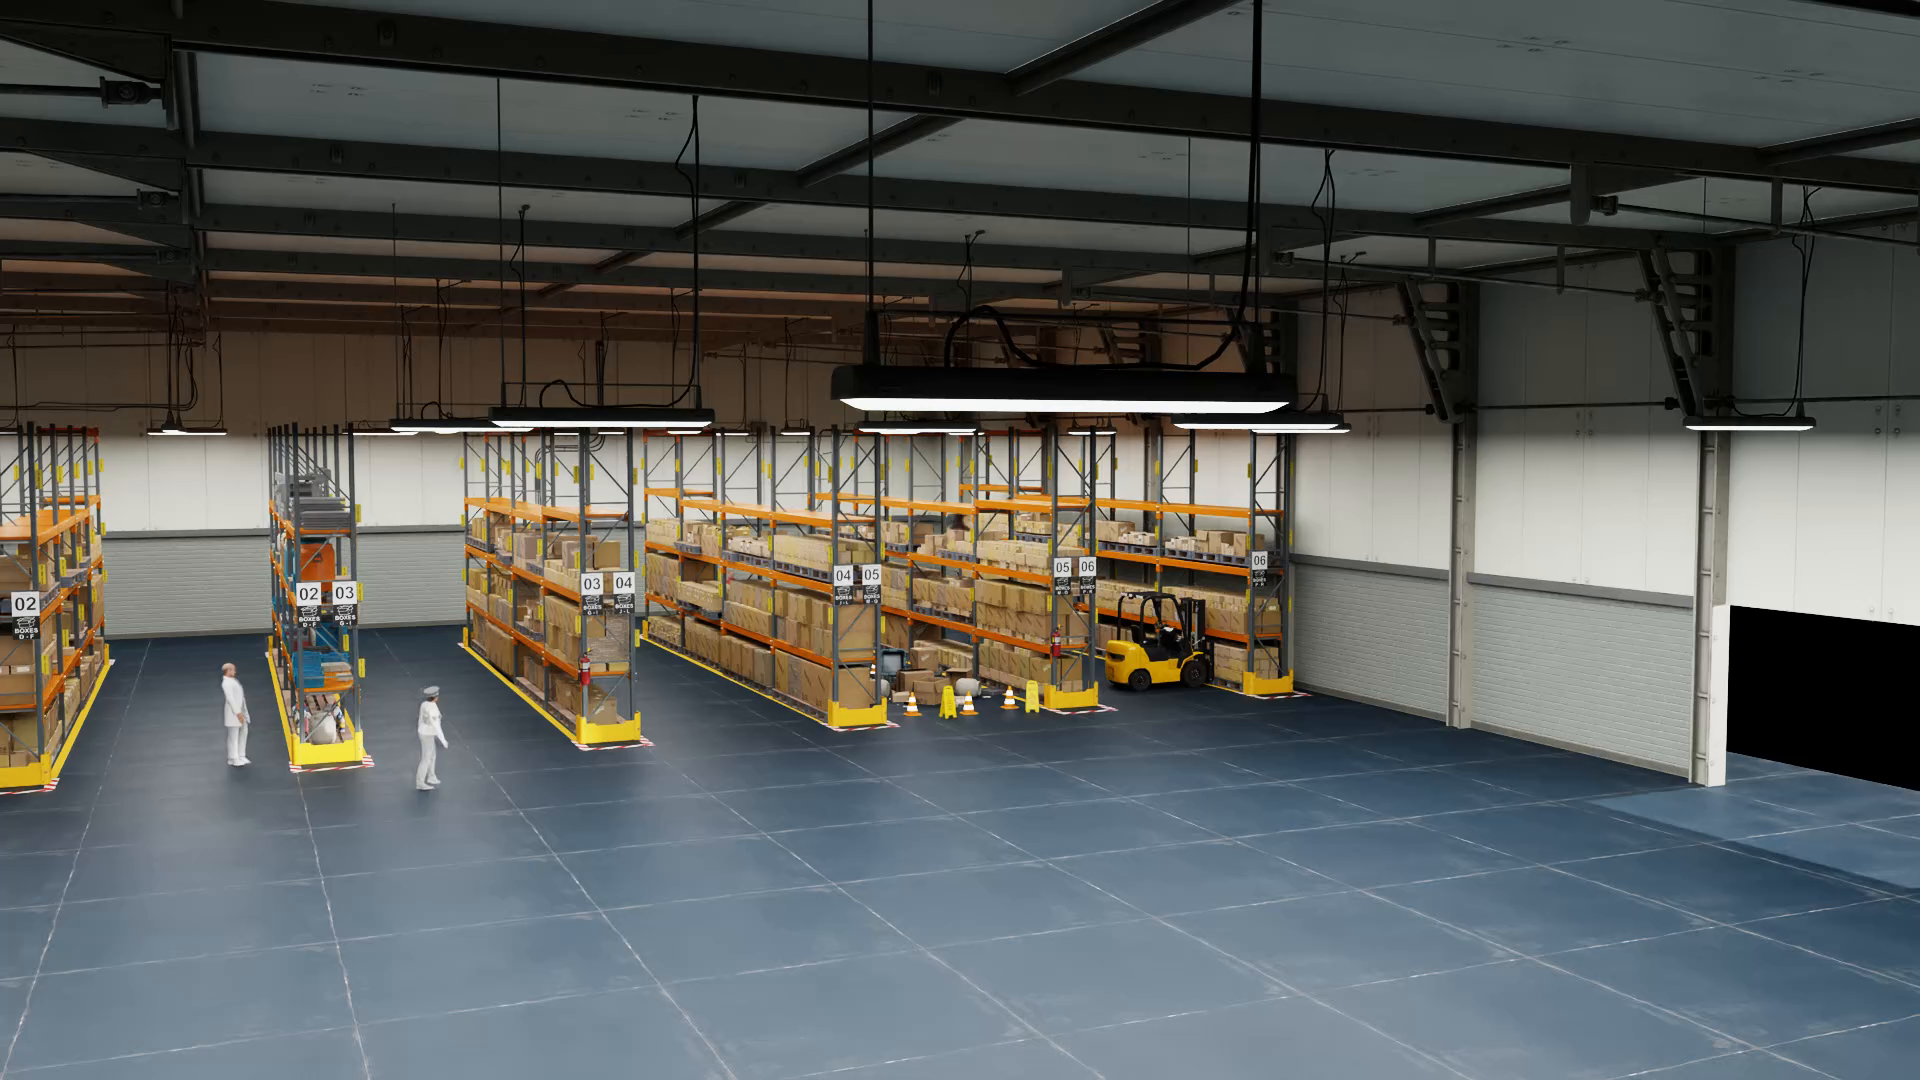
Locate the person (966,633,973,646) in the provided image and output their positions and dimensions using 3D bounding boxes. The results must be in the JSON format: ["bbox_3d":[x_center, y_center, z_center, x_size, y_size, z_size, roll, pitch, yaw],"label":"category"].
[{"bbox_3d":[0.222,2.143,44.132,0.378,1.776,0.649,-1,4,-12],"label":"person"}]

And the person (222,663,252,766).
[{"bbox_3d":[-12.708,3.072,29.192,0.548,1.834,0.647,0,4,5],"label":"person"}]

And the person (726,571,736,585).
[{"bbox_3d":[-6.948,1.781,50.547,0.808,1.698,0.542,1,4,14],"label":"person"}]

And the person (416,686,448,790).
[{"bbox_3d":[-8.711,3.244,27.292,0.514,1.696,0.639,-2,4,-28],"label":"person"}]
